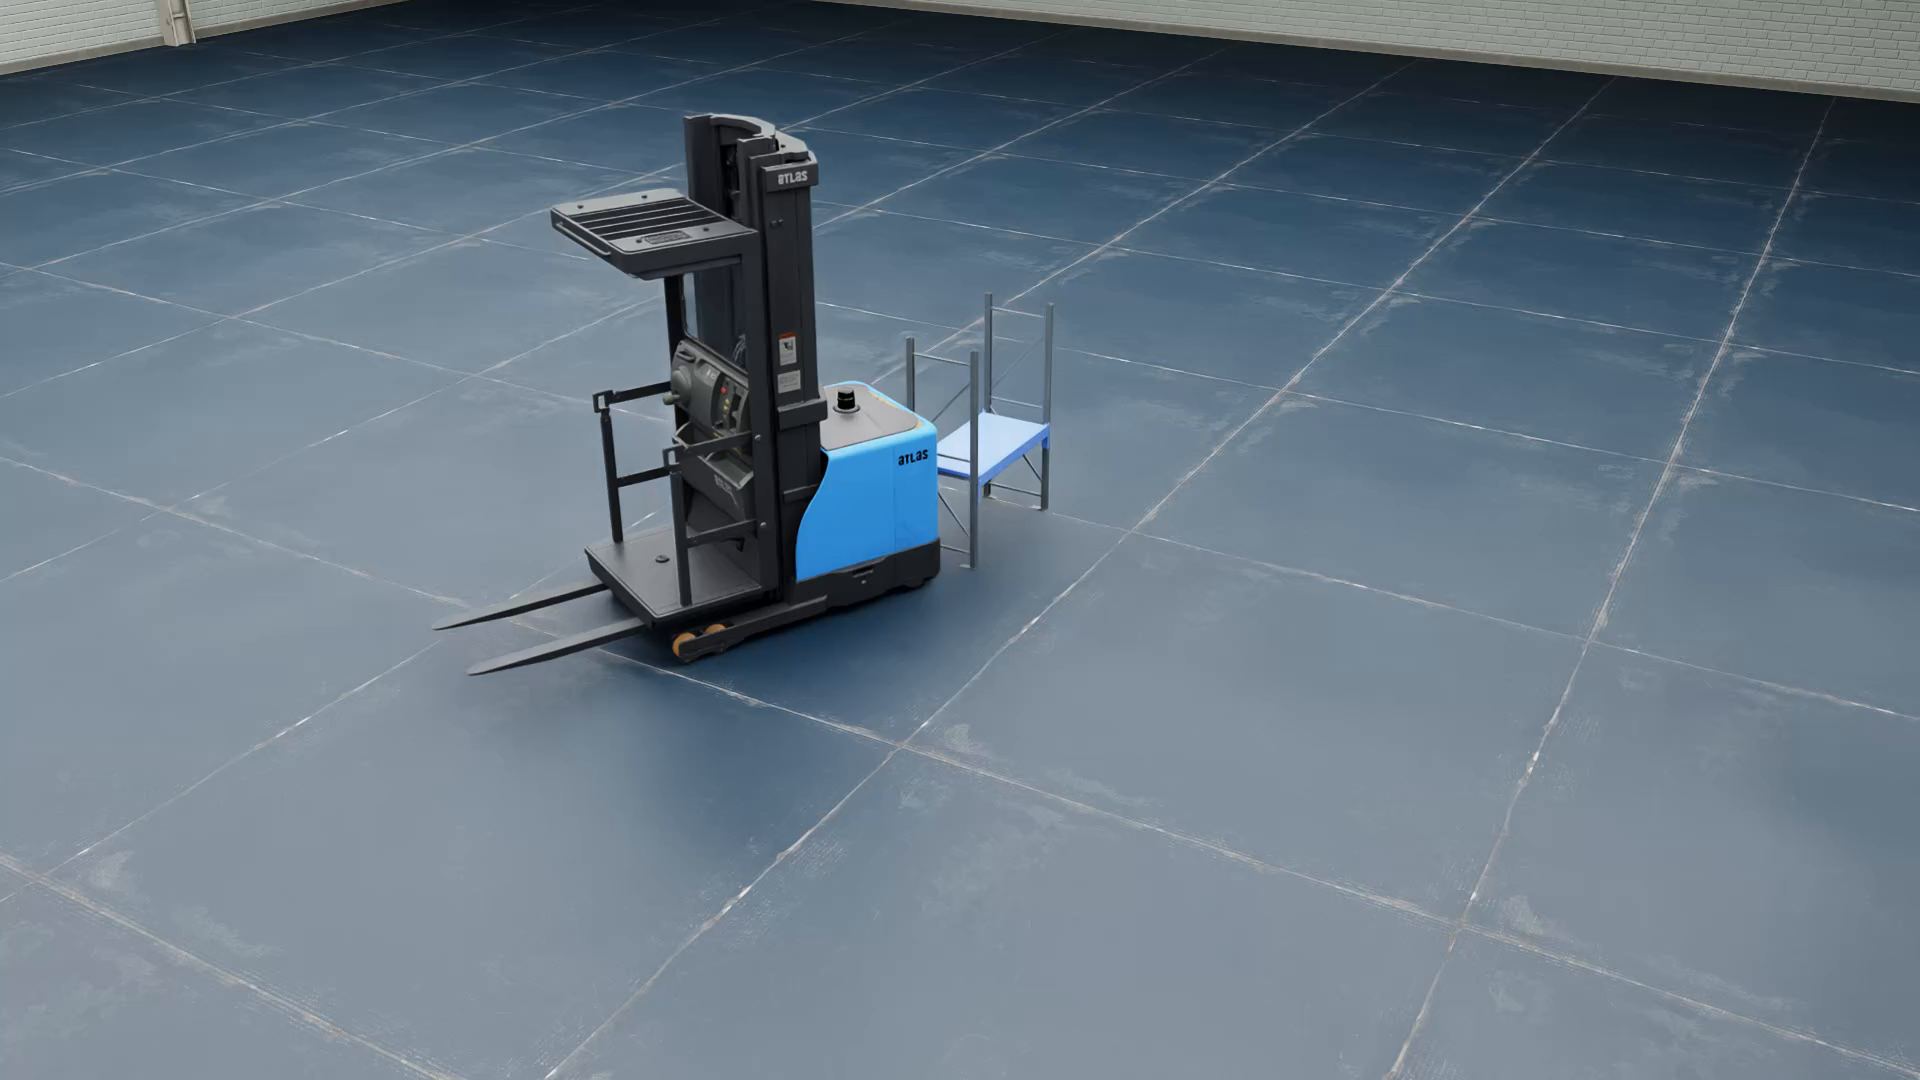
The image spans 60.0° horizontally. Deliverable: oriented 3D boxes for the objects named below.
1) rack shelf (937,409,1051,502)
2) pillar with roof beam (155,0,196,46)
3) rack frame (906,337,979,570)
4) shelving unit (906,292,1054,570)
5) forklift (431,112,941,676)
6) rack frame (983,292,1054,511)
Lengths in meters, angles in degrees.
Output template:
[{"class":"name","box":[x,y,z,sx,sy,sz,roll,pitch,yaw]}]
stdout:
[{"class":"rack shelf","box":[0.140,-0.572,11.039,0.538,0.185,1.000,14,30,26]},{"class":"pillar with roof beam","box":[-9.226,-11.334,23.759,9.100,9.000,0.400,14,30,26]},{"class":"rack frame","box":[-0.110,-0.535,10.563,0.500,1.500,0.032,14,30,26]},{"class":"shelving unit","box":[0.140,-0.733,10.959,0.538,1.500,1.048,14,30,26]},{"class":"forklift","box":[-1.635,-0.865,9.624,3.031,2.935,1.130,-17,31,-30]},{"class":"rack frame","box":[0.390,-0.931,11.354,0.500,1.500,0.032,14,30,26]}]
